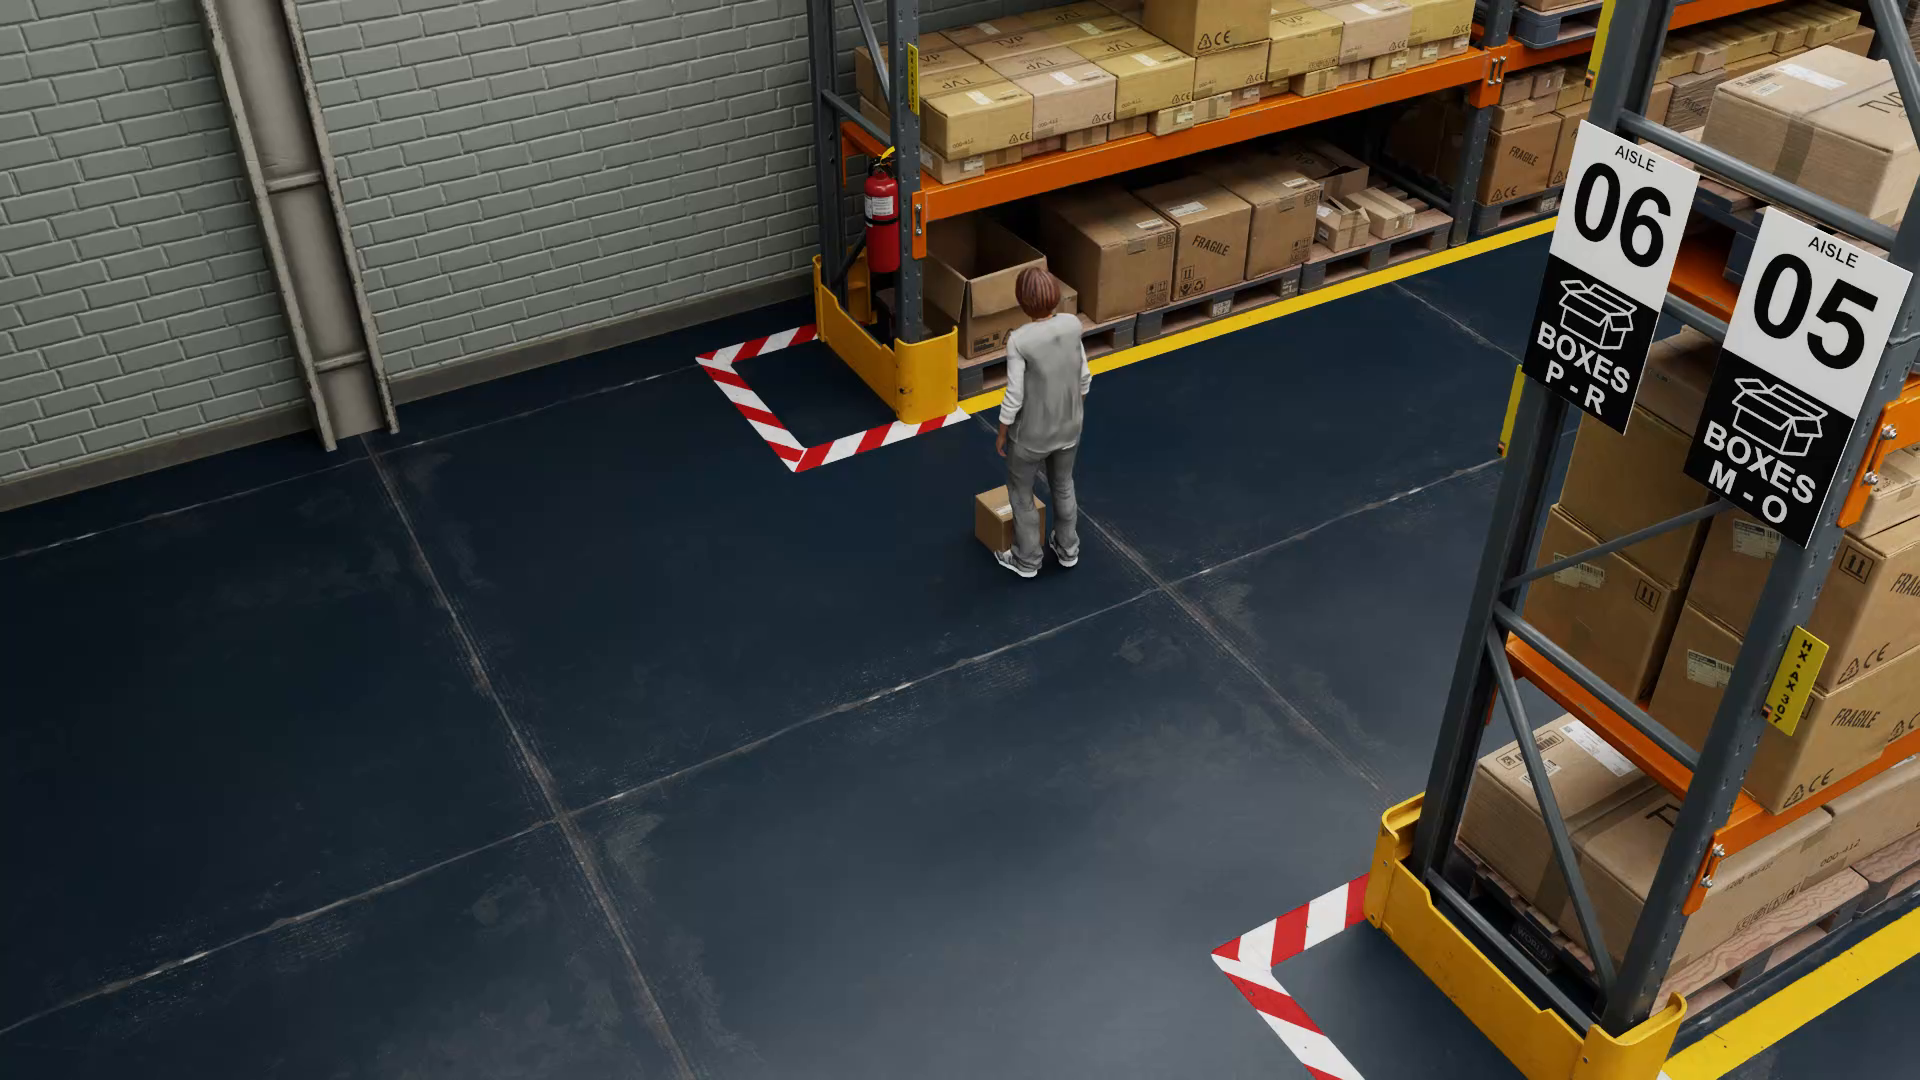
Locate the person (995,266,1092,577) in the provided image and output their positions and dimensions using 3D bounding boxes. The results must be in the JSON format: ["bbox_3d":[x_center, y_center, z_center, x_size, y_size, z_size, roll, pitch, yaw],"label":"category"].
[{"bbox_3d":[0.372,-0.510,7.602,0.463,1.593,0.364,-19,41,-24],"label":"person"}]
